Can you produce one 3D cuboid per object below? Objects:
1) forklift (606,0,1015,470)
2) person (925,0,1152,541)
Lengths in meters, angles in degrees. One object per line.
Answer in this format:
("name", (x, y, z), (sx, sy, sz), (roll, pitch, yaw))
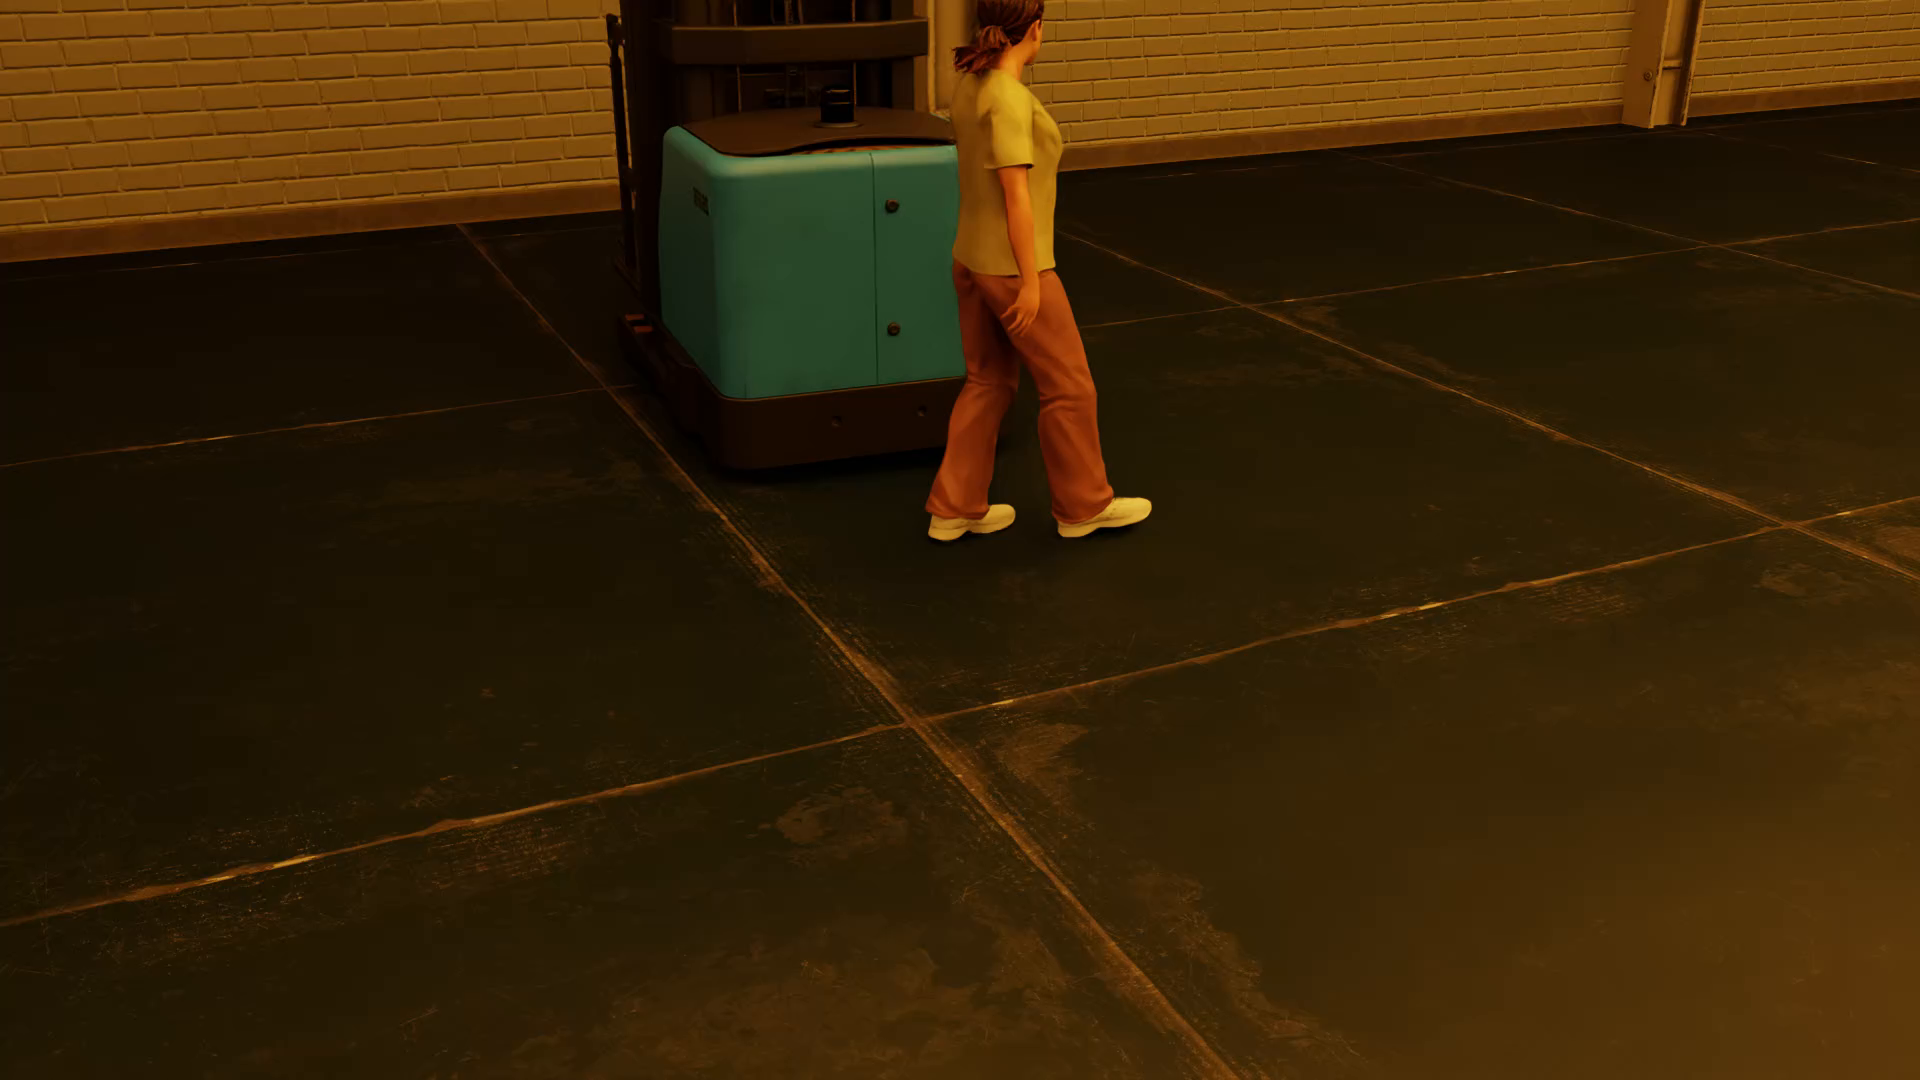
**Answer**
("forklift", (-0.803, -2.119, 6.388), (1.130, 2.935, 3.031), (-8, 24, -19))
("person", (0.226, -0.804, 4.897), (0.682, 1.650, 0.628), (-9, 24, -21))
